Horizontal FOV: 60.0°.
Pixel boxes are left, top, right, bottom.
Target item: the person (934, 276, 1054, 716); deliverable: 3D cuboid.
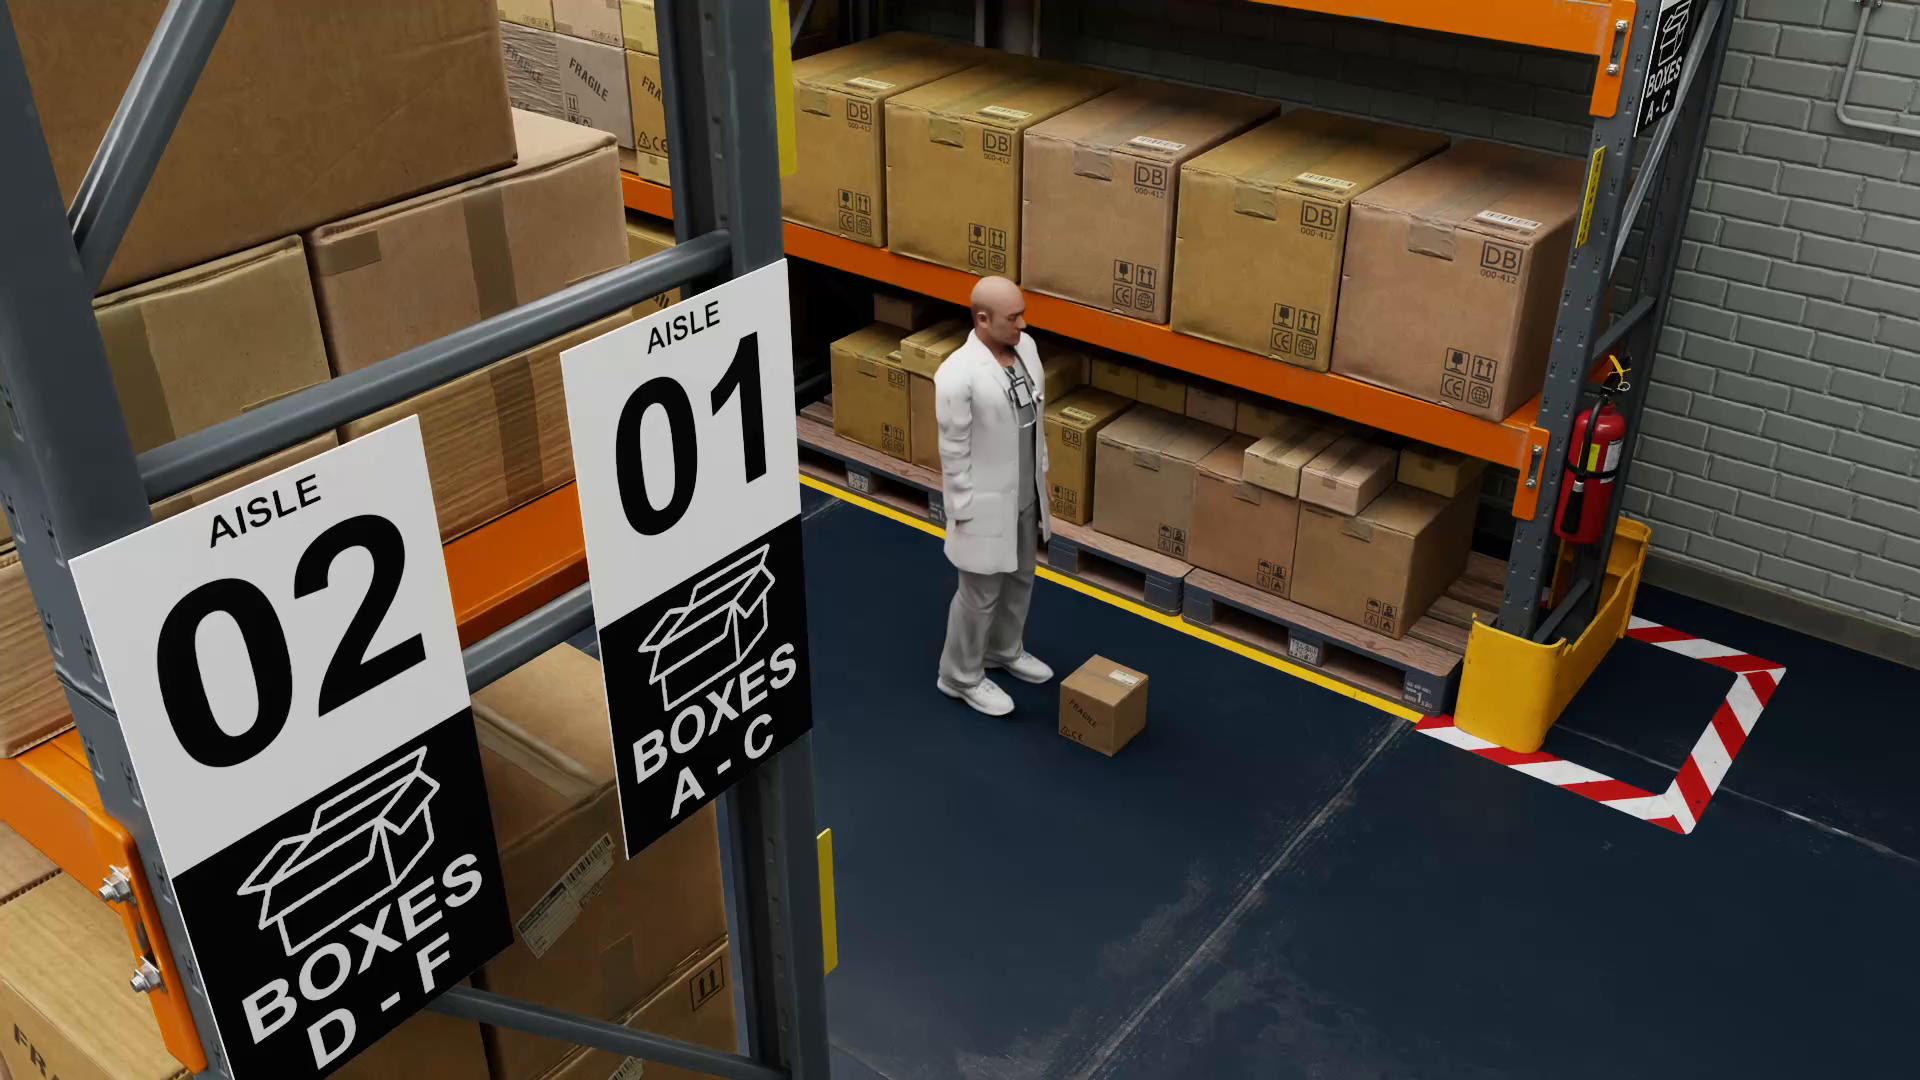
[{"bbox_3d":[0.157,-0.173,6.442,0.382,1.776,0.561,22,37,32],"label":"person"}]
